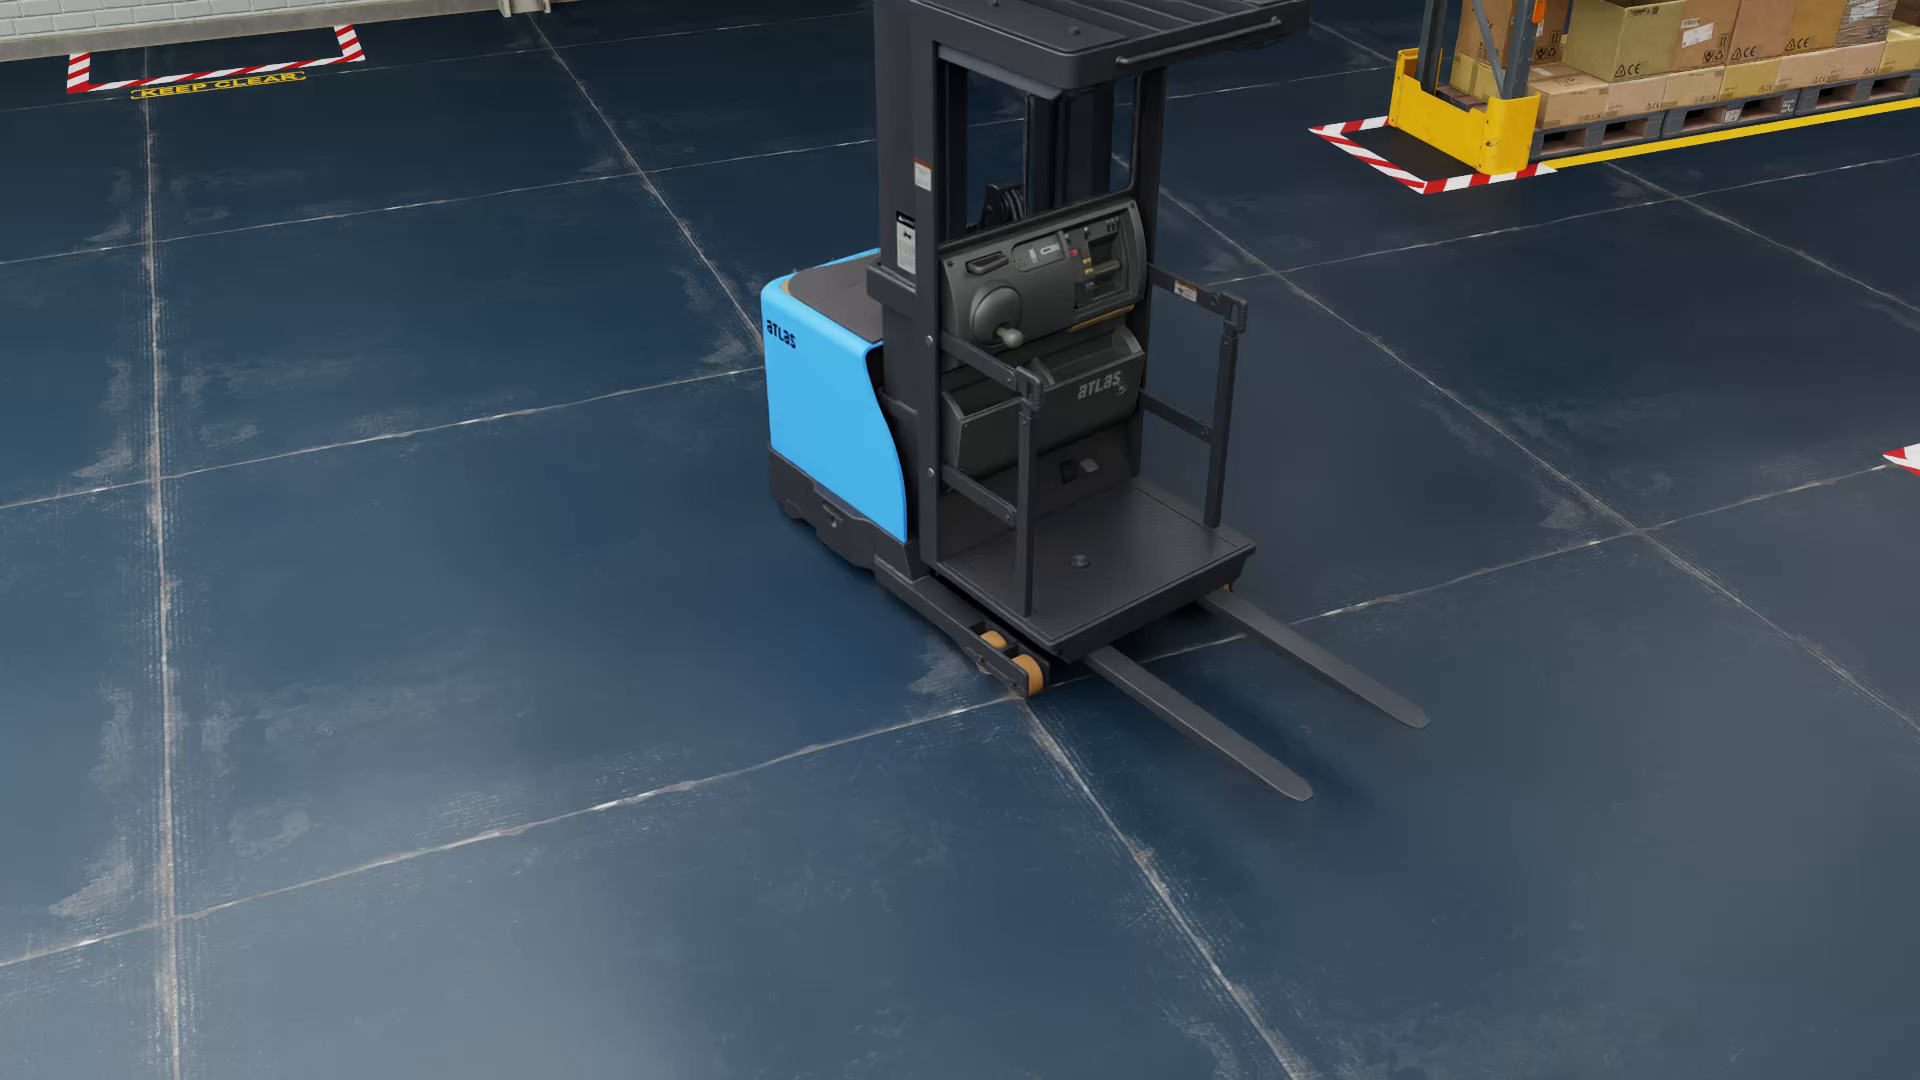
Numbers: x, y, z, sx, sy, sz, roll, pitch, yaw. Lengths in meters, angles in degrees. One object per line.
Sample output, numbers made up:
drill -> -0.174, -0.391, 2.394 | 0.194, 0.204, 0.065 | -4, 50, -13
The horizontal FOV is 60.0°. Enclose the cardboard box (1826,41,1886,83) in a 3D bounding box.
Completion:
cardboard box -> 6.304, -3.540, 12.076 | 0.500, 0.250, 0.500 | -13, 35, -19

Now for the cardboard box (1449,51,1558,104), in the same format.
cardboard box -> 3.804, -3.266, 11.655 | 0.500, 0.250, 0.500 | -13, 35, -19

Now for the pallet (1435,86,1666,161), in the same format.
pallet -> 4.113, -2.994, 11.658 | 1.213, 0.211, 1.003 | -13, 35, -19

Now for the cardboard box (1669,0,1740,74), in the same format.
cardboard box -> 4.921, -3.538, 11.386 | 0.500, 0.500, 0.500 | -13, 35, -19

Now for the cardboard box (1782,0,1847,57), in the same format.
cardboard box -> 5.844, -3.748, 11.708 | 0.500, 0.500, 0.500 | -13, 35, -19

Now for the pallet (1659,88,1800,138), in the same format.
pallet -> 5.236, -3.249, 12.050 | 1.213, 0.211, 1.003 | -13, 35, -19

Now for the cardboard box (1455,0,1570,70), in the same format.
cardboard box -> 3.803, -3.581, 11.452 | 0.500, 0.500, 0.500 | -13, 35, -19

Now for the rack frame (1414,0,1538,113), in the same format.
rack frame -> 3.424, -3.980, 10.617 | 0.127, 3.000, 1.000 | -13, 35, -19

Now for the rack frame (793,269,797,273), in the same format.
rack frame -> -0.662, -0.784, 7.616 | 0.006, 0.900, 0.240 | -22, 35, -30

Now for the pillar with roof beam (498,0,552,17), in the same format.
pillar with roof beam -> -2.052, -6.136, 8.430 | 0.400, 9.000, 9.100 | -13, 35, -19

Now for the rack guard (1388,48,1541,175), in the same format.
rack guard -> 3.402, -2.927, 11.291 | 0.348, 0.500, 1.175 | -13, 35, -19

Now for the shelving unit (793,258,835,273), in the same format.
shelving unit -> -0.580, -0.817, 7.666 | 0.210, 0.900, 0.258 | -22, 35, -30

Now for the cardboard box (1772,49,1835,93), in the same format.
cardboard box -> 5.849, -3.427, 11.903 | 0.500, 0.250, 0.500 | -13, 35, -19

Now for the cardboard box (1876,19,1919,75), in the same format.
cardboard box -> 6.769, -3.640, 12.231 | 0.500, 0.250, 0.500 | -13, 35, -19

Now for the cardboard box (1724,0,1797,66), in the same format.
cardboard box -> 5.389, -3.635, 11.534 | 0.500, 0.500, 0.500 | -13, 35, -19

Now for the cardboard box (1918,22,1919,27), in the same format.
cardboard box -> 7.580, -3.809, 12.490 | 0.500, 0.250, 0.500 | -14, 35, -20

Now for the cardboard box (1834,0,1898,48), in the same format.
cardboard box -> 6.304, -3.855, 11.873 | 0.500, 0.500, 0.500 | -13, 35, -19

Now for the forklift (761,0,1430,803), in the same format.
forklift -> 0.458, -0.934, 5.997 | 1.130, 2.935, 3.031 | -23, 40, -31

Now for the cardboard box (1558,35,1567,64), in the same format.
cardboard box -> 4.261, -3.377, 11.826 | 0.500, 0.250, 0.500 | -13, 35, -19

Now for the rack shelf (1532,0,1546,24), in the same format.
rack shelf -> 5.268, -4.101, 11.462 | 4.000, 0.370, 1.077 | -13, 35, -19

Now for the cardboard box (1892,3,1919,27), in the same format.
cardboard box -> 7.382, -4.082, 12.909 | 0.500, 0.250, 0.500 | -13, 35, -19

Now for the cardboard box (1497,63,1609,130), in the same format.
cardboard box -> 4.005, -3.005, 11.254 | 0.500, 0.250, 0.500 | -13, 35, -19

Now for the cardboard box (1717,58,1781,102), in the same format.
cardboard box -> 5.388, -3.321, 11.740 | 0.500, 0.250, 0.500 | -13, 35, -19

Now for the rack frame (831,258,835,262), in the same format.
rack frame -> -0.498, -0.850, 7.716 | 0.006, 0.900, 0.240 | -22, 35, -30

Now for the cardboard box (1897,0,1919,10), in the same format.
cardboard box -> 7.375, -4.313, 12.750 | 0.500, 0.311, 0.500 | -13, 35, -19

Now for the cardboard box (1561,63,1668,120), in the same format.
cardboard box -> 4.464, -3.113, 11.419 | 0.500, 0.250, 0.500 | -13, 35, -19

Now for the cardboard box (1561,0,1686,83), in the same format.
cardboard box -> 4.465, -3.426, 11.213 | 0.500, 0.500, 0.500 | -13, 35, -19

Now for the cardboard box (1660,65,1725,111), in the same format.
cardboard box -> 4.925, -3.218, 11.581 | 0.500, 0.250, 0.500 | -13, 35, -19

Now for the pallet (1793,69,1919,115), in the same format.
pallet -> 6.363, -3.509, 12.450 | 1.213, 0.211, 1.003 | -13, 35, -19
